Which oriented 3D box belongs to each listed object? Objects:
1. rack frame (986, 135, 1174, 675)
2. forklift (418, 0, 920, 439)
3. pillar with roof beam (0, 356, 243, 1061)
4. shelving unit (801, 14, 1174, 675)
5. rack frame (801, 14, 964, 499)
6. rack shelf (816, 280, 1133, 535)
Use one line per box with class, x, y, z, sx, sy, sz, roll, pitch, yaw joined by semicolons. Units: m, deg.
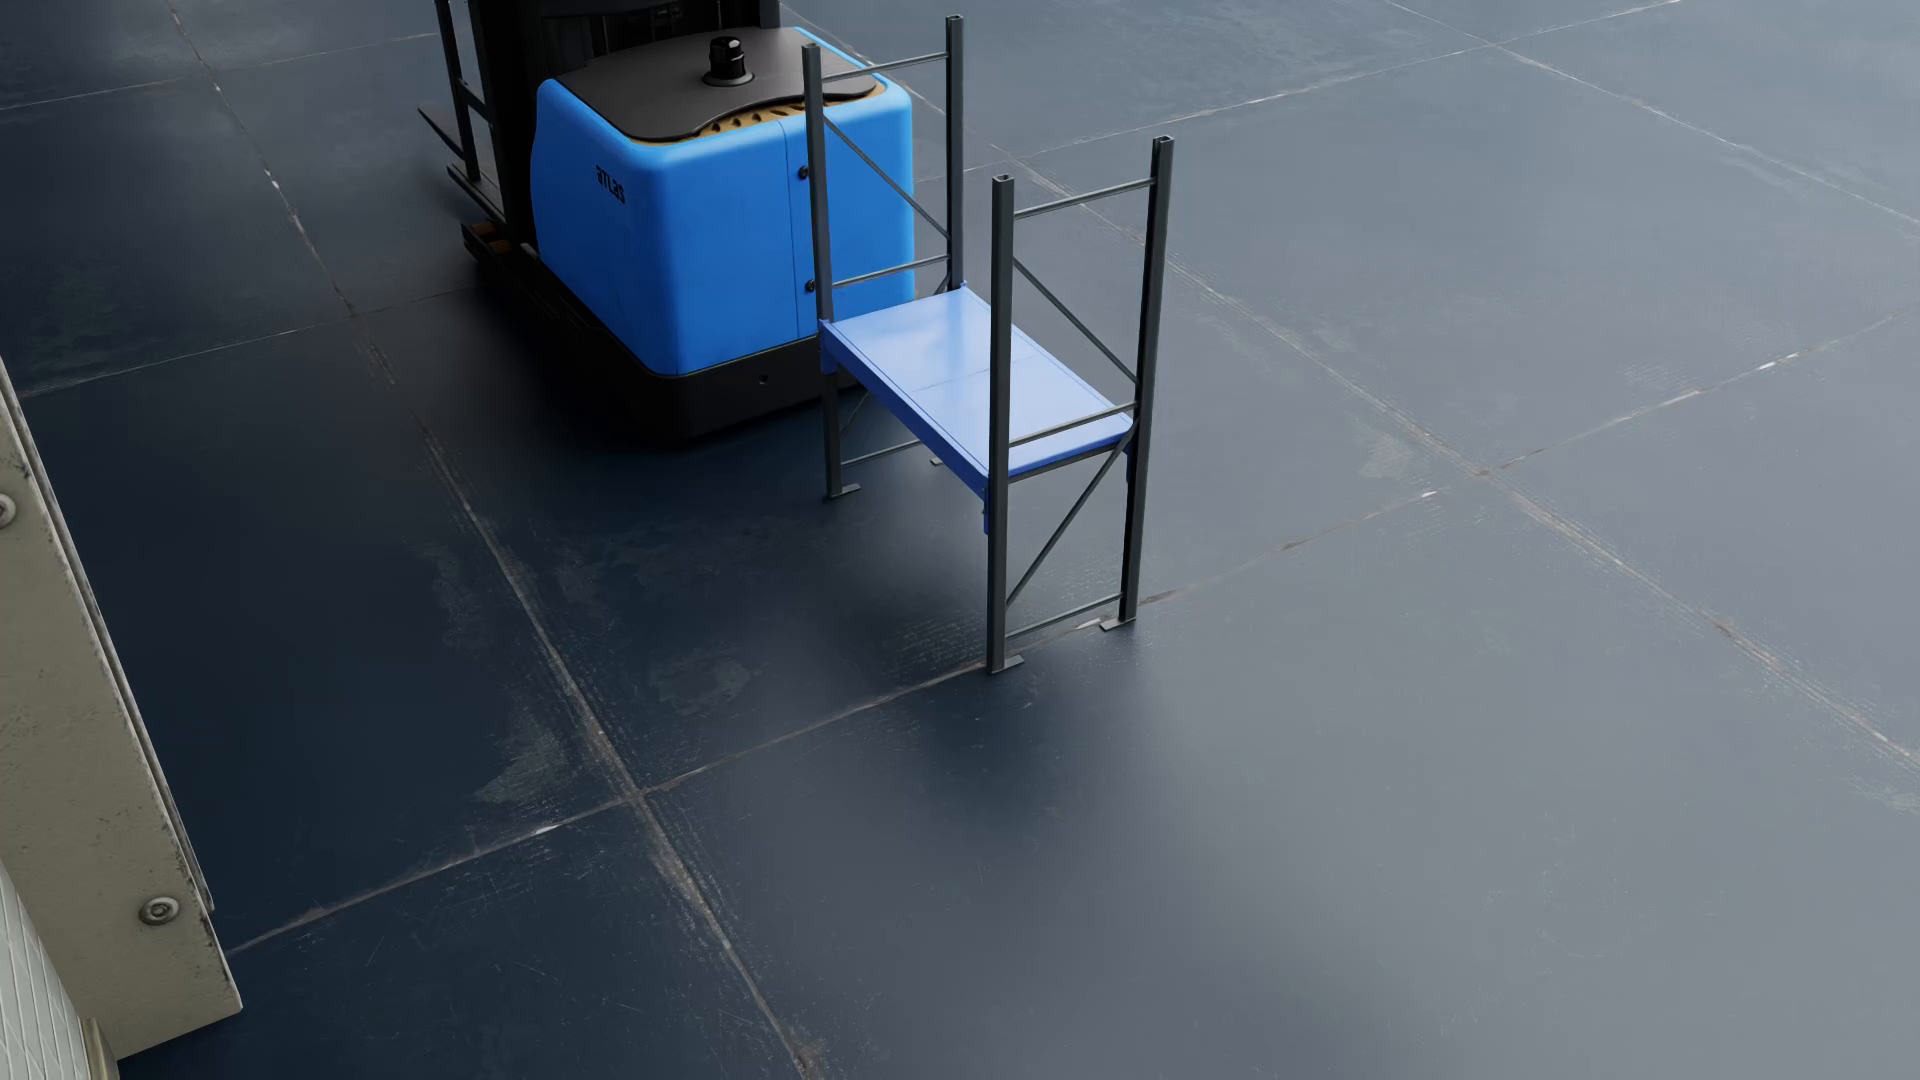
rack frame;0.298;-0.303;4.393;0.500;1.500;0.032;-19;40;-24
forklift;-1.369;-2.356;5.991;1.130;2.935;3.031;-21;41;-26
pillar with roof beam;1.858;-3.895;2.953;9.100;9.000;0.400;-19;40;-24
shelving unit;0.043;-0.562;4.748;0.538;1.500;1.048;-19;40;-24
rack frame;-0.213;-0.821;5.103;0.500;1.500;0.032;-19;40;-24
rack shelf;0.043;-0.417;4.854;0.538;0.185;1.000;-19;40;-24
